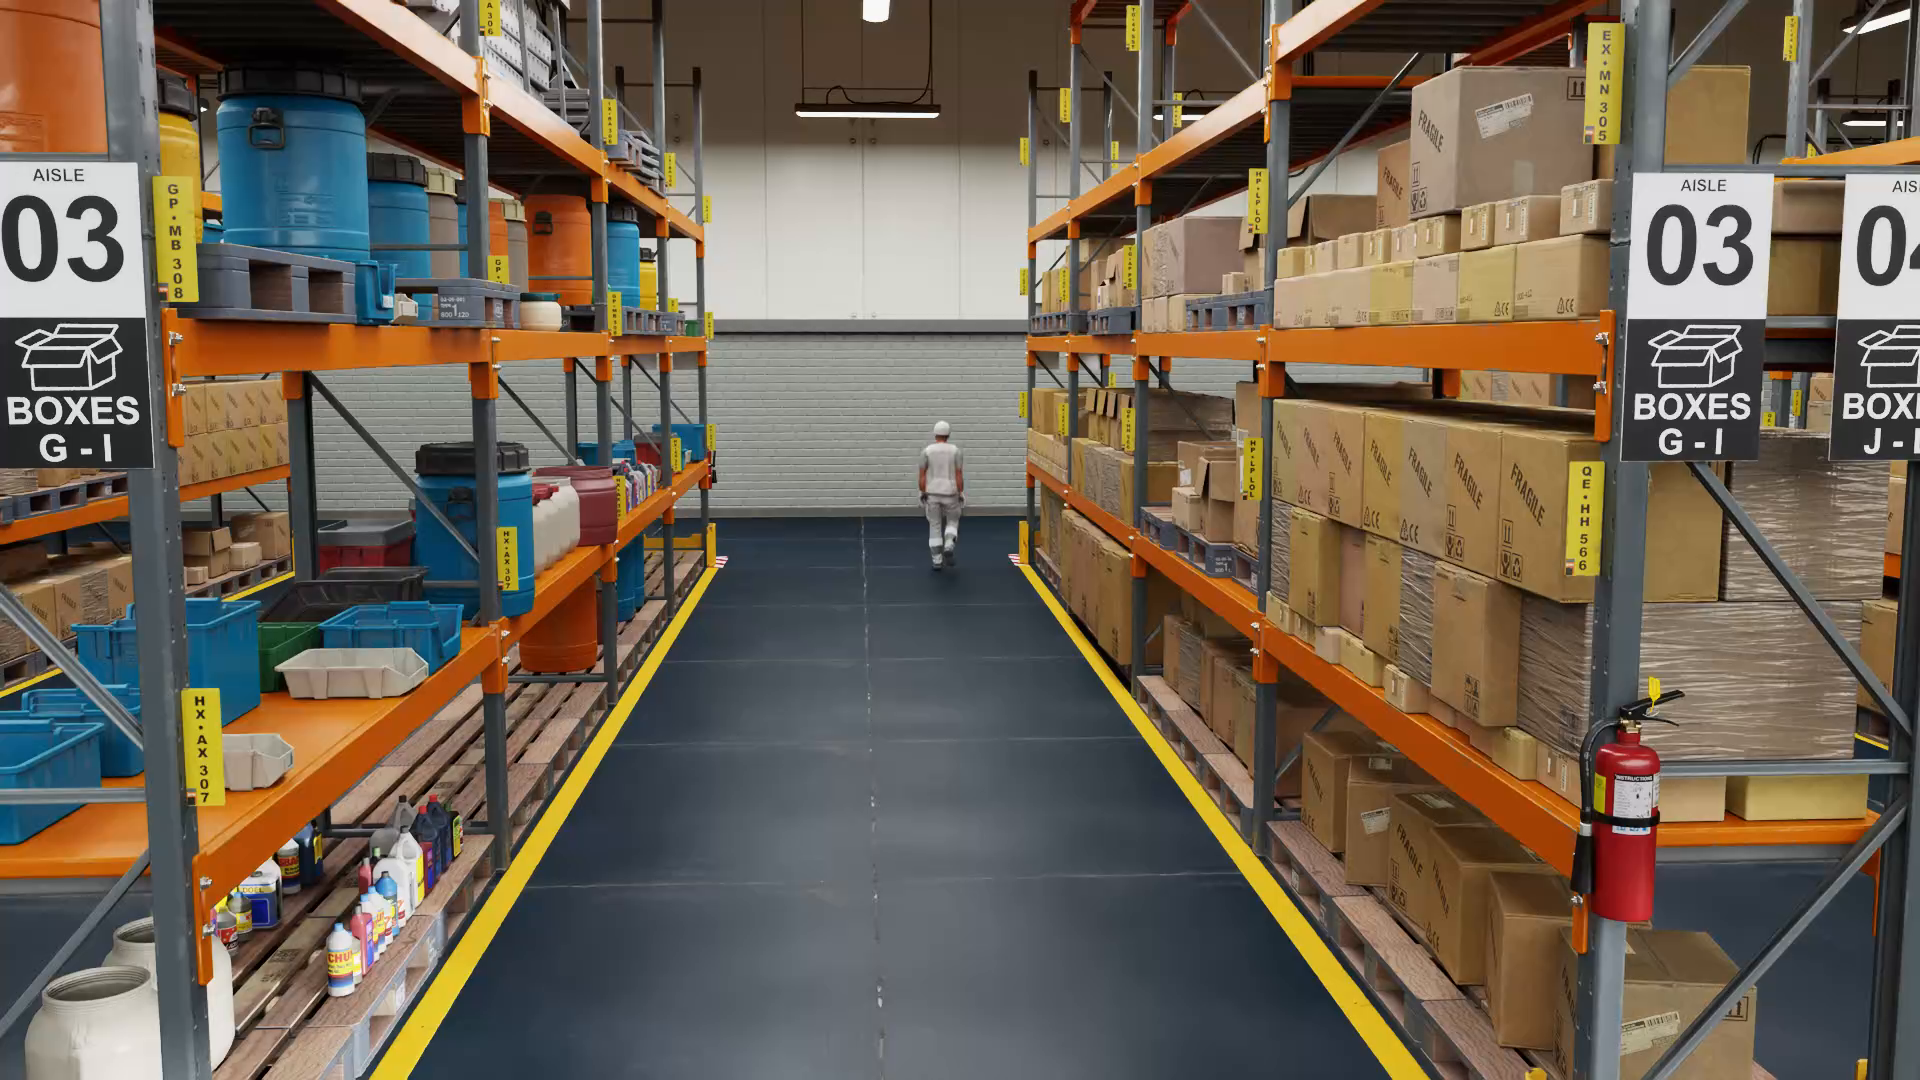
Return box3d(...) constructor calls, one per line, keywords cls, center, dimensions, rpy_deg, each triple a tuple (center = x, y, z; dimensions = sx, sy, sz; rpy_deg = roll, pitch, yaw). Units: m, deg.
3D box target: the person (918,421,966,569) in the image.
box3d(cls="person", center=(-0.214, -0.555, 20.081), dimensions=(0.573, 1.778, 0.467), rpy_deg=(0, 7, 0))
